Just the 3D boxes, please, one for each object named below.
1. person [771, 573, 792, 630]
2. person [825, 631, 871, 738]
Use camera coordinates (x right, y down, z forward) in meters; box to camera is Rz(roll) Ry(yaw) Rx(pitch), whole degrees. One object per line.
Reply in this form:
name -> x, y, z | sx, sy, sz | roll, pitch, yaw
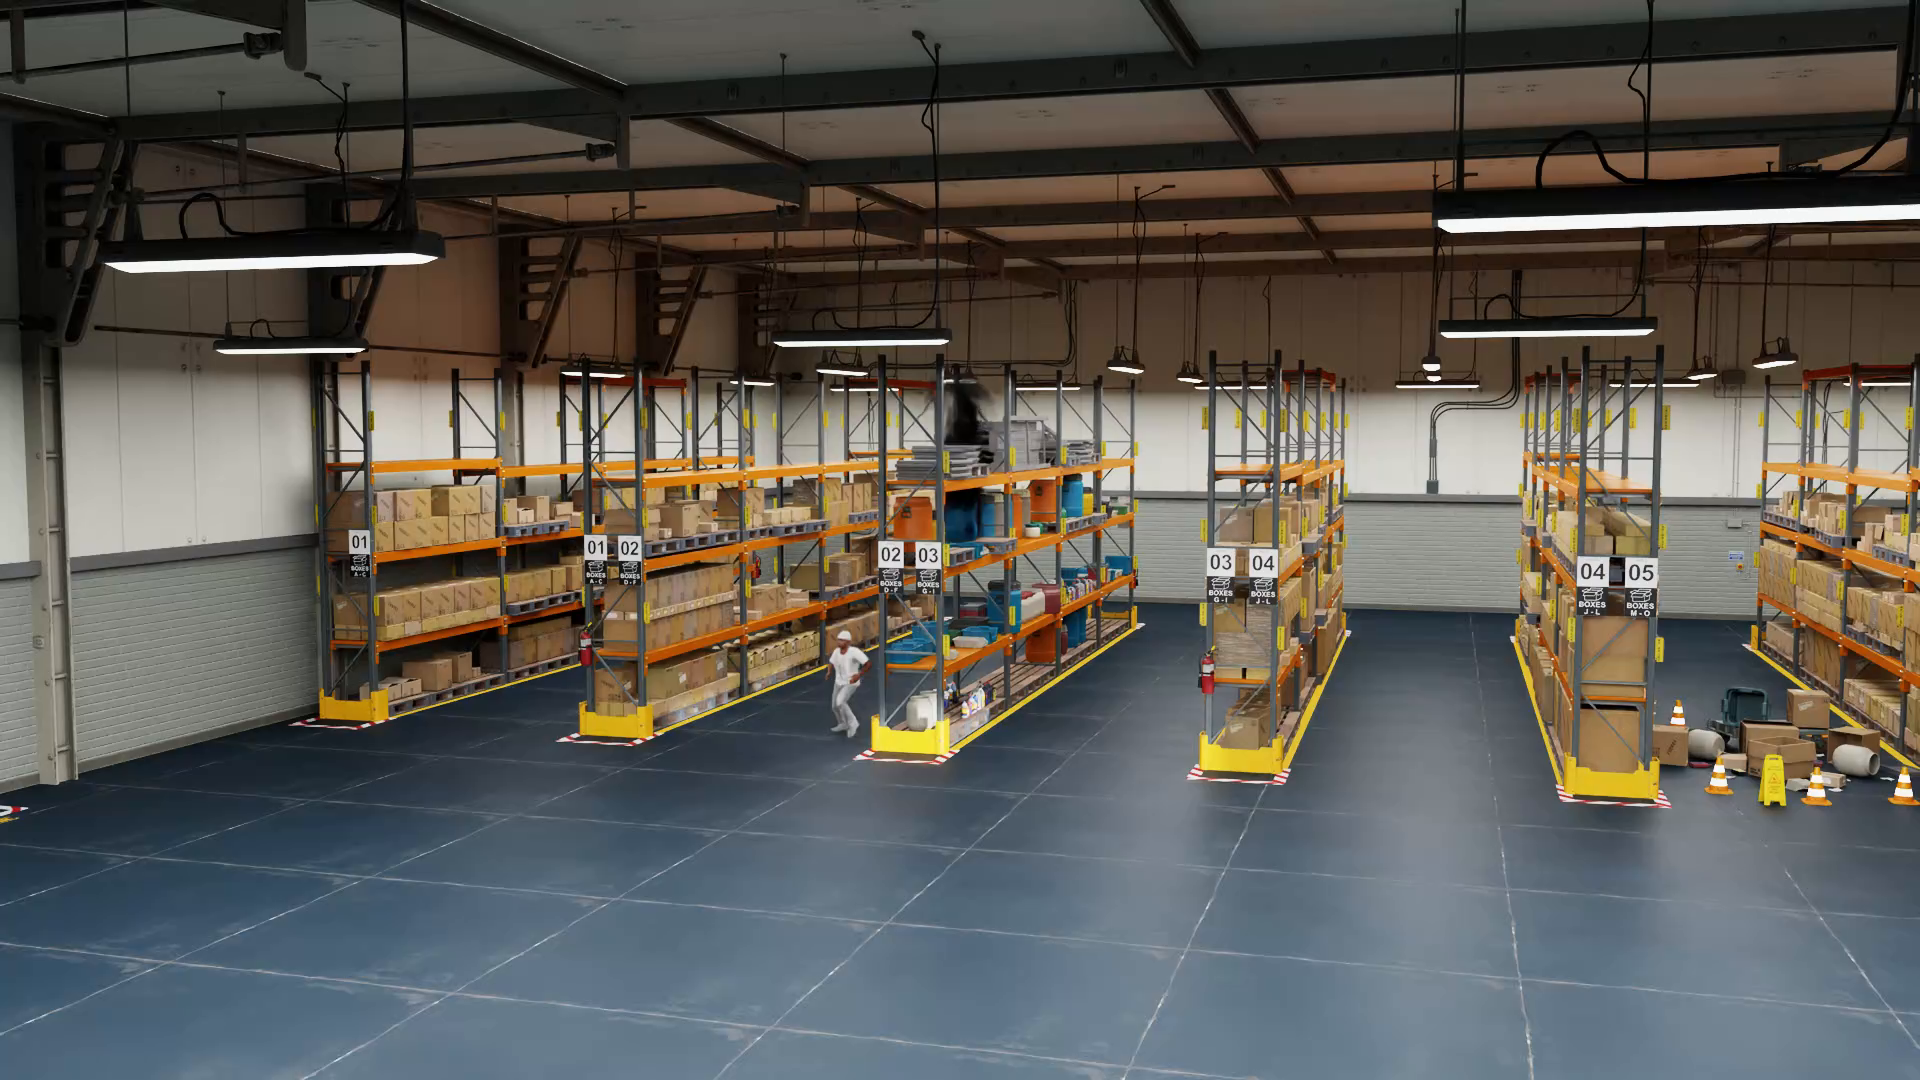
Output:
person -> -4.101, 1.468, 38.167 | 0.564, 1.644, 0.813 | 1, 4, 13
person -> -1.803, 2.273, 26.385 | 0.814, 1.690, 0.676 | 3, 5, 37
